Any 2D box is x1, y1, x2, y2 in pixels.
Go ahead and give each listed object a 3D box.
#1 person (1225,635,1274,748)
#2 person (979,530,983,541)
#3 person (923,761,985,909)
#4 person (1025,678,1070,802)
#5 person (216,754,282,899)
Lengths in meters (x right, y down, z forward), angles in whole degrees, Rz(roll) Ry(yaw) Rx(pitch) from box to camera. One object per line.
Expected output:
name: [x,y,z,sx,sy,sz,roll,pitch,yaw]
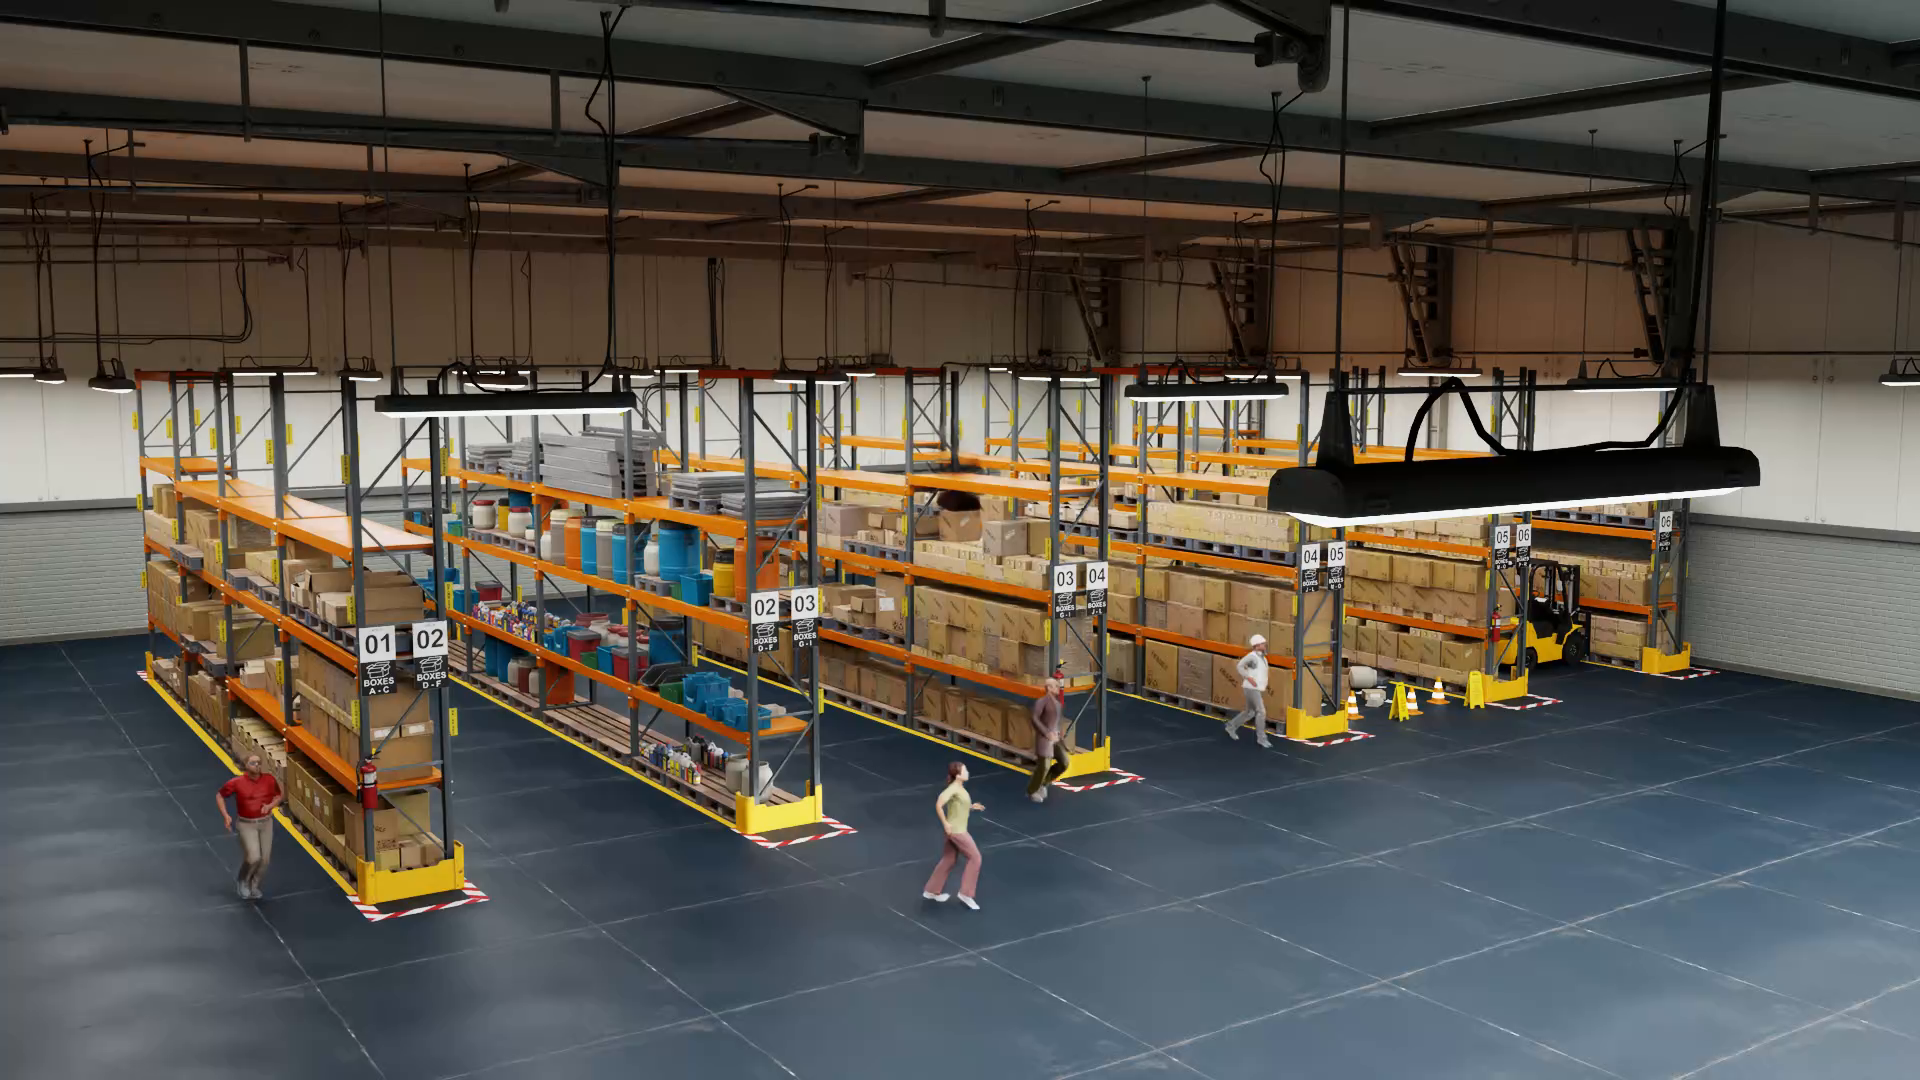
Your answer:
person: [4.766,2.427,27.008,0.872,1.795,0.660,4,7,29]
person: [0.558,0.386,44.890,0.953,1.699,0.751,1,7,8]
person: [-0.066,3.475,19.036,0.728,1.515,0.546,-1,6,-6]
person: [1.289,2.819,23.574,0.585,1.717,0.774,5,8,40]
person: [-8.167,3.324,19.276,0.618,1.685,0.653,6,9,43]
